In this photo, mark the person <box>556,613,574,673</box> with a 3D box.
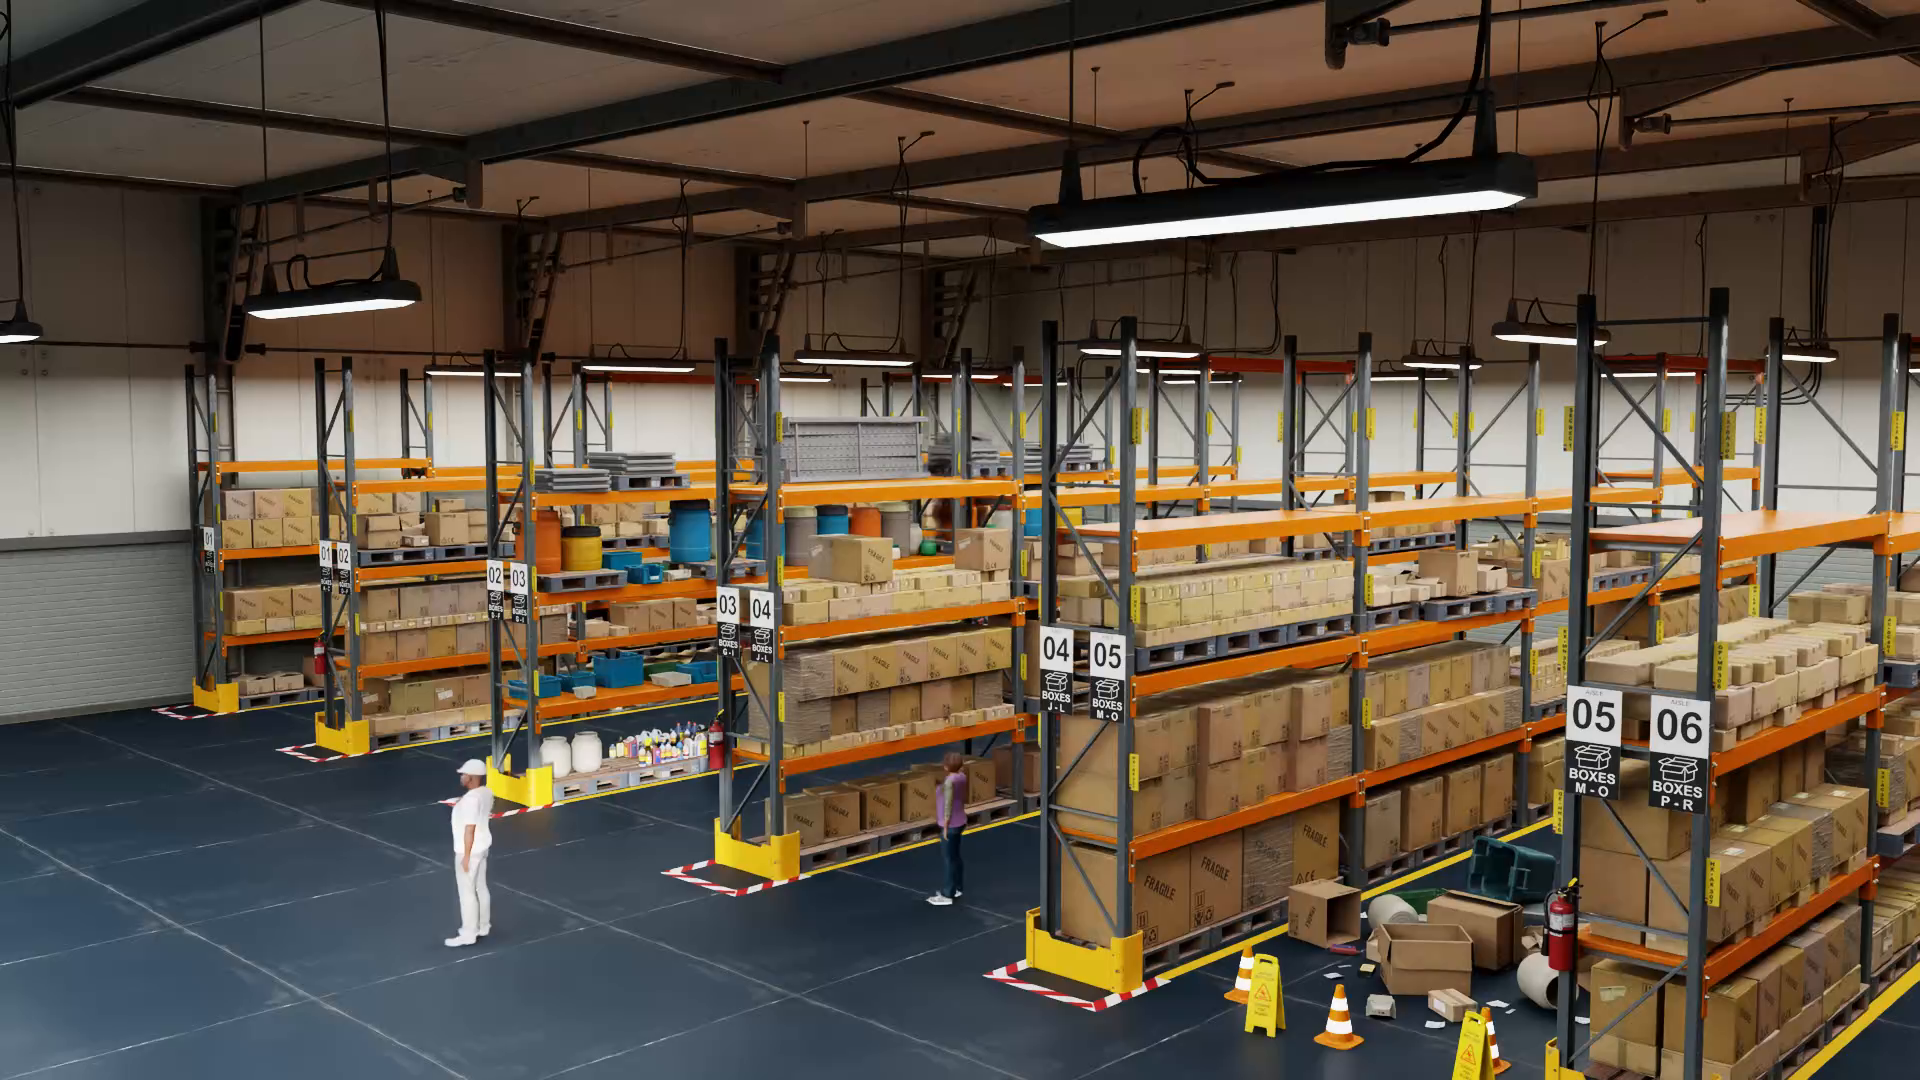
[{"bbox_3d":[-7.717,1.835,32.043,0.630,1.781,0.536,-2,5,-24],"label":"person"}]

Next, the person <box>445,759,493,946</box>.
[{"bbox_3d":[-4.802,3.036,16.288,0.402,1.784,0.601,0,4,4],"label":"person"}]

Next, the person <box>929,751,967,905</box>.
[{"bbox_3d":[-0.120,3.016,17.552,0.368,1.594,0.492,1,4,12],"label":"person"}]
